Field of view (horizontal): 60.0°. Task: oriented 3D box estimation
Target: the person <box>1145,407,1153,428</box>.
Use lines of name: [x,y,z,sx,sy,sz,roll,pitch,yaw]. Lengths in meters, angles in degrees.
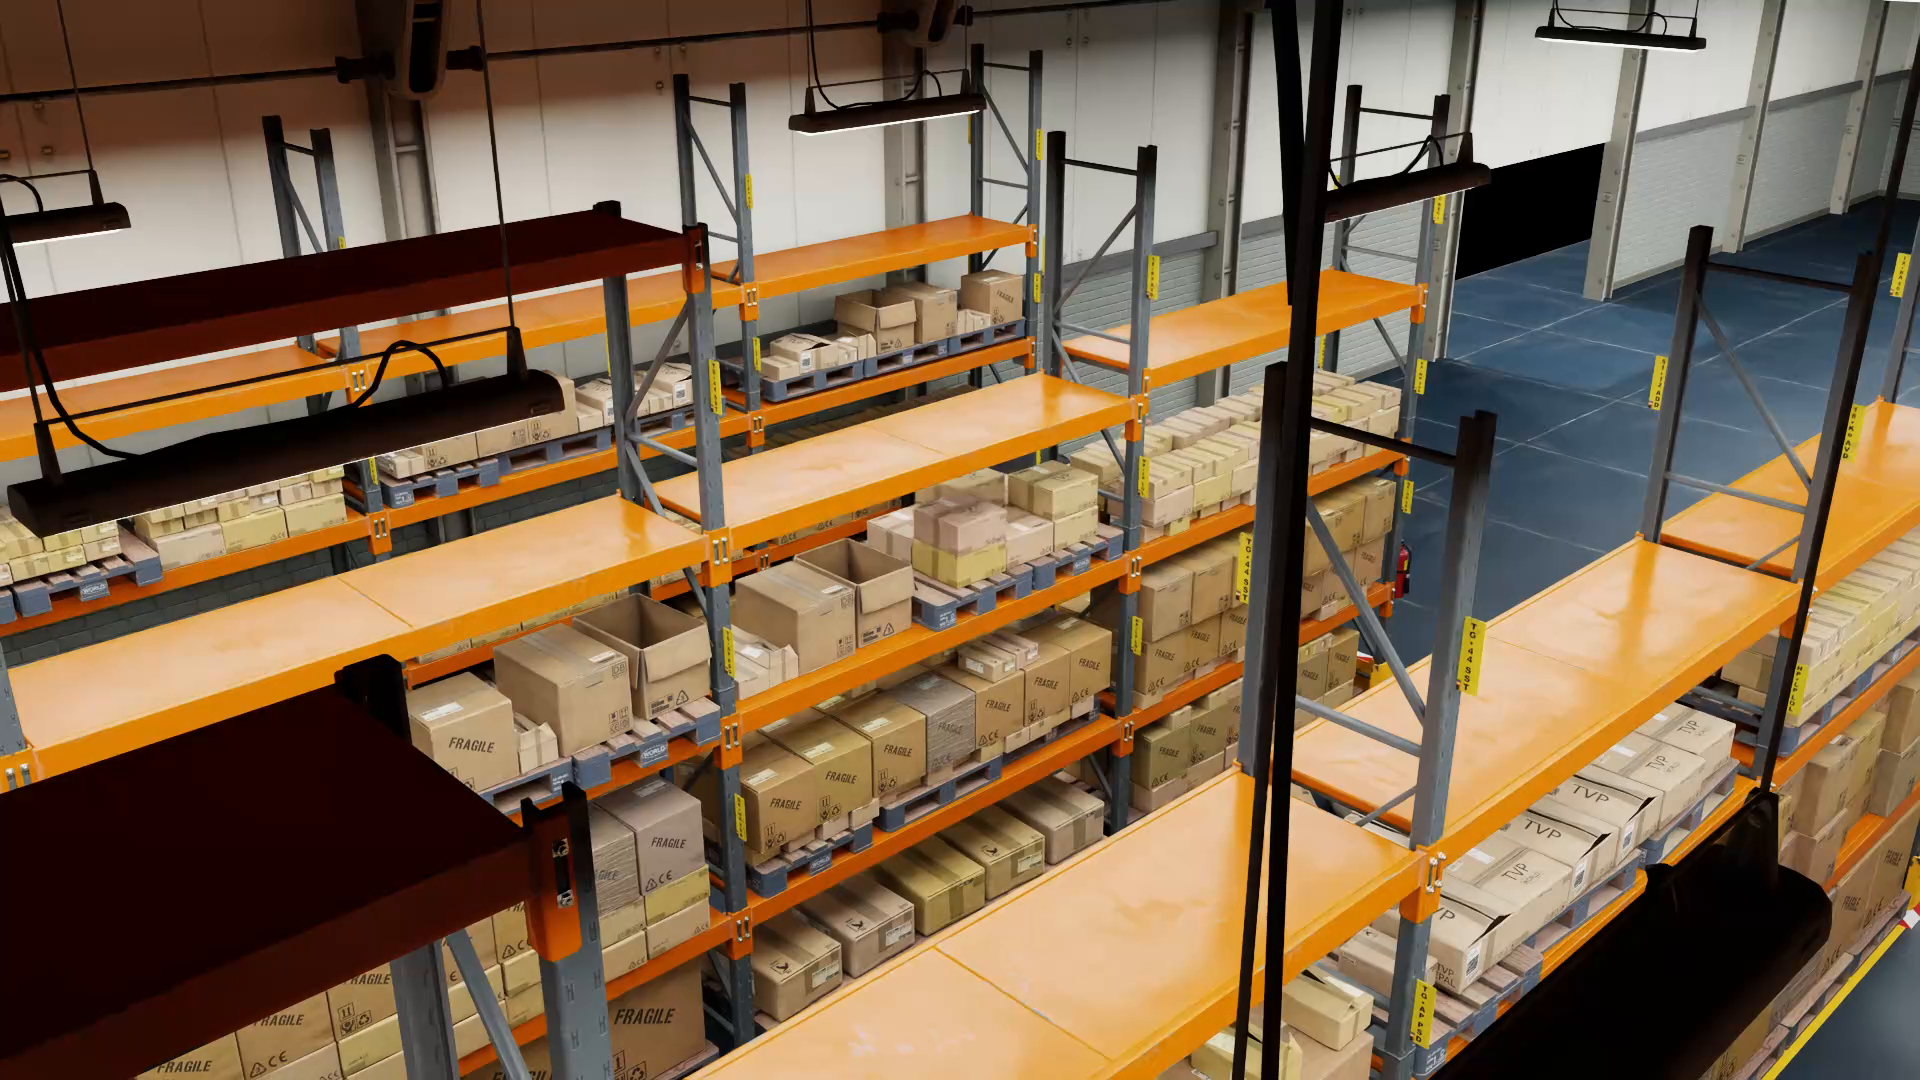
person: [2.259,-0.909,20.869,0.486,1.644,0.970,-20,29,-39]
